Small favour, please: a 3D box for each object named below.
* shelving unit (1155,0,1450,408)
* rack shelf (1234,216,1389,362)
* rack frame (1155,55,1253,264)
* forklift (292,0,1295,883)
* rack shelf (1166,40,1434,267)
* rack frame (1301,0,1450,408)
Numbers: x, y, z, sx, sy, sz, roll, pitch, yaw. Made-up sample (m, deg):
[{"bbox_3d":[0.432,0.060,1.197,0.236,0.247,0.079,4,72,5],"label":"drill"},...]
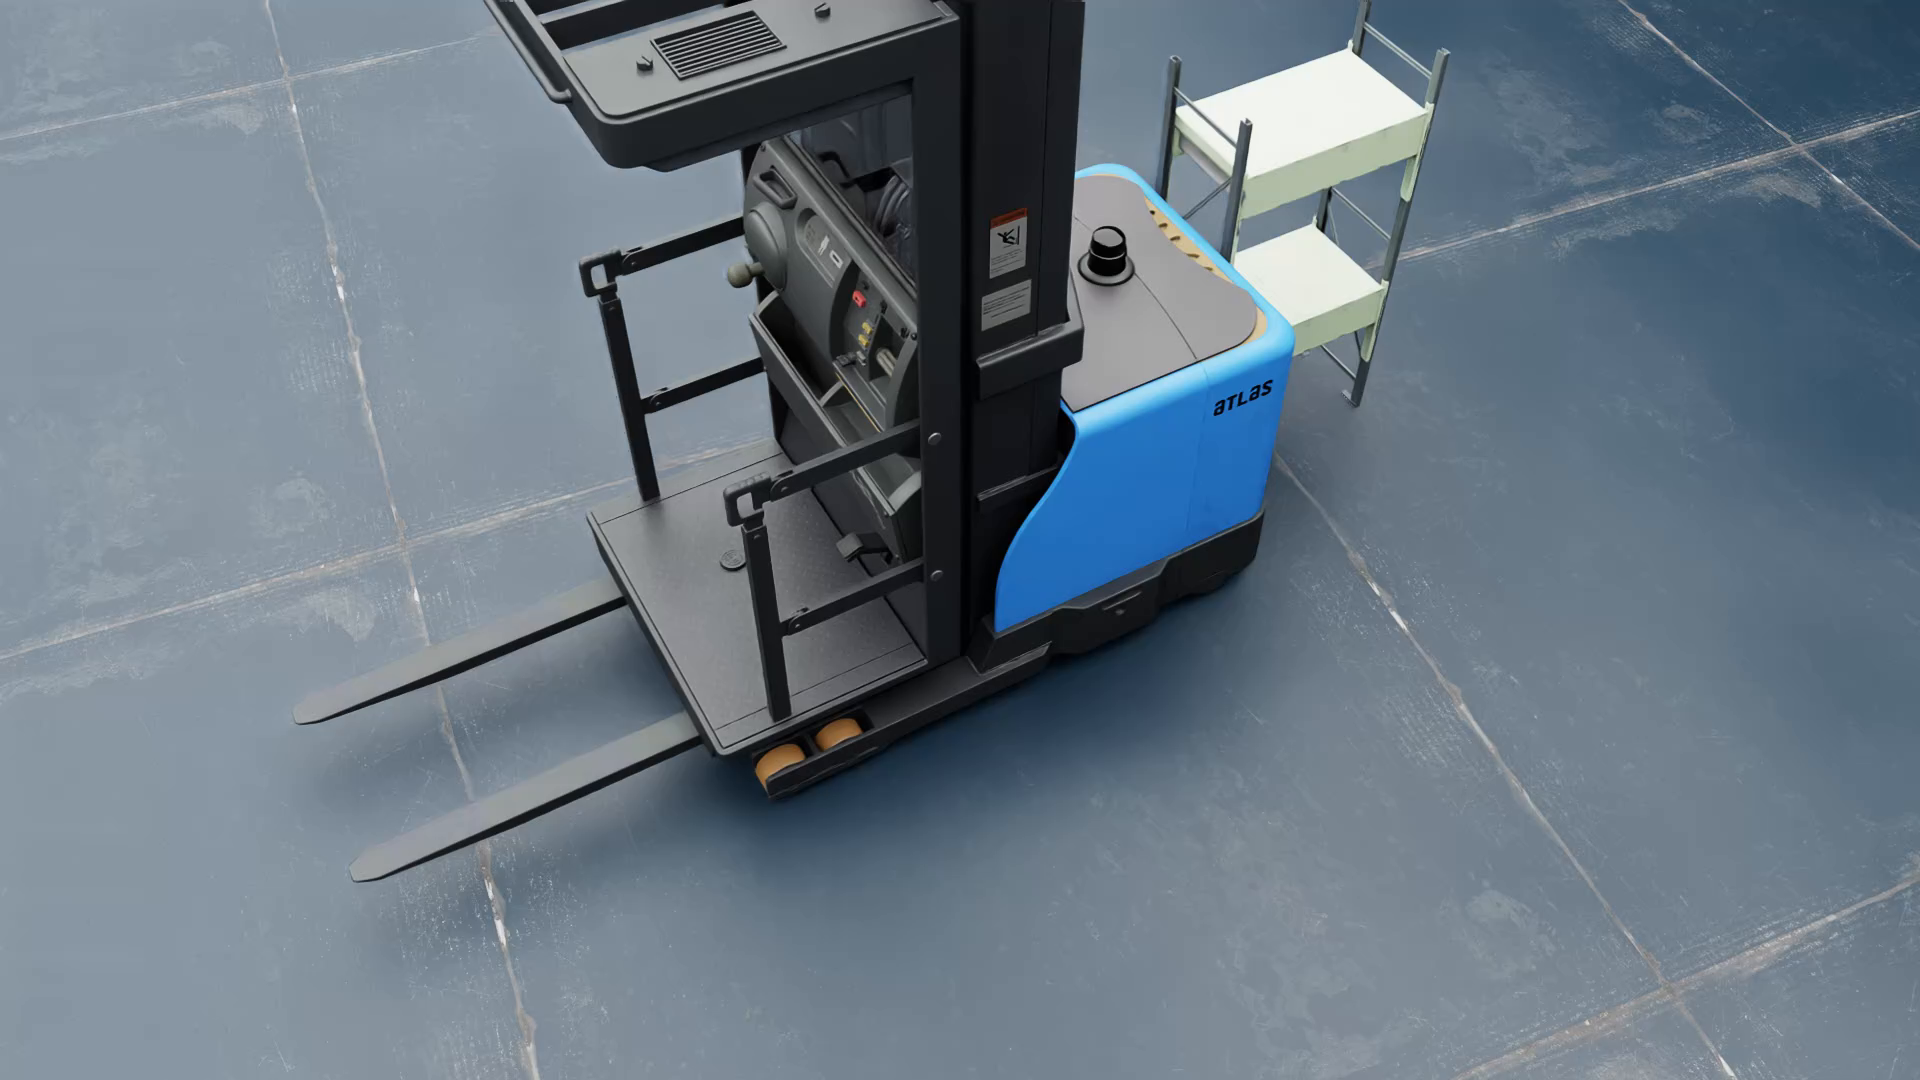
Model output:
[{"bbox_3d":[1.060,-0.980,5.603,0.755,1.500,0.431,-23,53,-19],"label":"shelving unit"},{"bbox_3d":[1.060,-0.768,5.850,0.720,0.370,0.431,-23,53,-19],"label":"rack shelf"},{"bbox_3d":[0.741,-0.844,5.486,0.023,1.500,0.400,-23,53,-19],"label":"rack frame"},{"bbox_3d":[-0.534,-0.637,4.365,3.031,2.935,1.130,-23,53,-19],"label":"forklift"},{"bbox_3d":[1.060,-1.234,5.307,0.720,0.370,0.431,-23,53,-19],"label":"rack shelf"},{"bbox_3d":[1.379,-1.116,5.720,0.023,1.500,0.400,-23,53,-19],"label":"rack frame"}]
